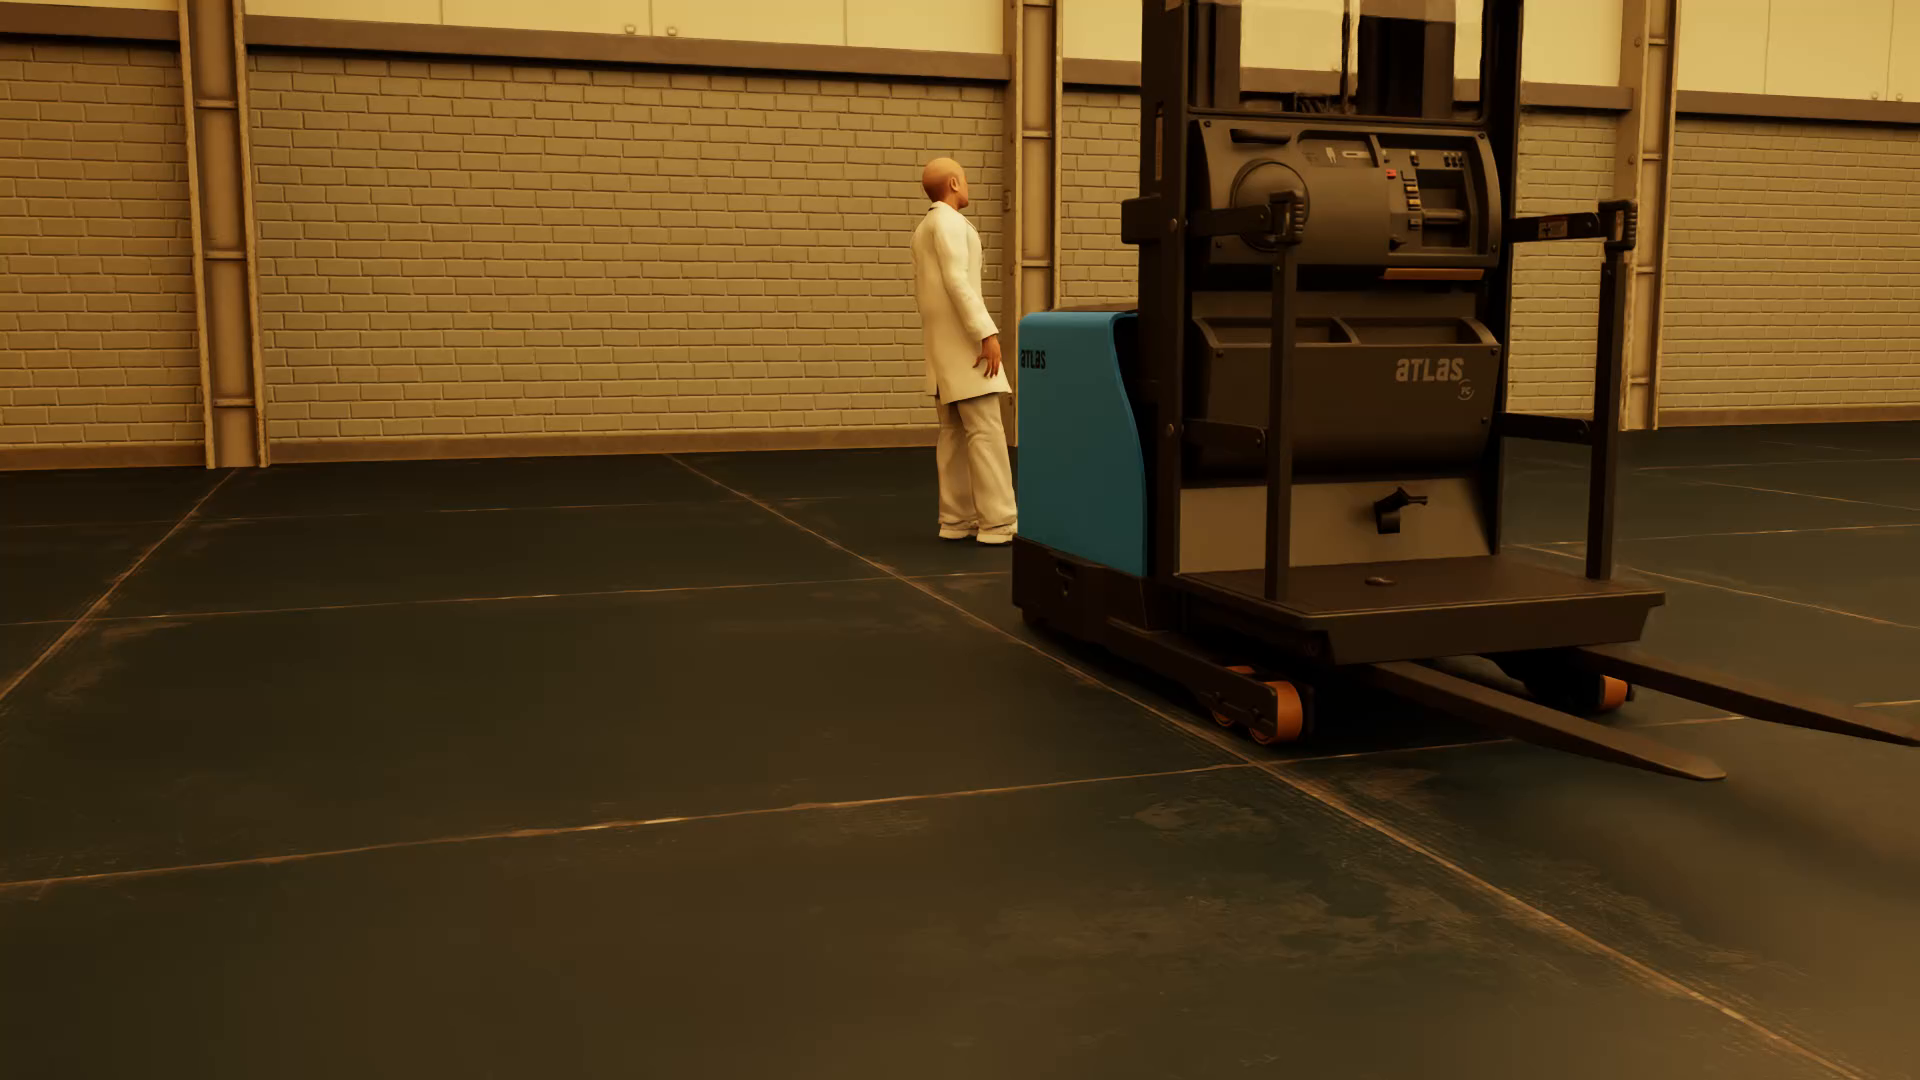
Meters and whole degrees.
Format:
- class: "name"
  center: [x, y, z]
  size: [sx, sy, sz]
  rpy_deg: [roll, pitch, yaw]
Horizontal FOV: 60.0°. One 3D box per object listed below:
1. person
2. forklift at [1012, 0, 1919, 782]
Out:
- class: "person"
  center: [0.087, -0.891, 7.827]
  size: [0.581, 1.775, 0.696]
  rpy_deg: [-3, 8, -18]
- class: "forklift"
  center: [1.160, -1.001, 4.405]
  size: [1.130, 2.935, 3.031]
  rpy_deg: [-3, 8, -20]
